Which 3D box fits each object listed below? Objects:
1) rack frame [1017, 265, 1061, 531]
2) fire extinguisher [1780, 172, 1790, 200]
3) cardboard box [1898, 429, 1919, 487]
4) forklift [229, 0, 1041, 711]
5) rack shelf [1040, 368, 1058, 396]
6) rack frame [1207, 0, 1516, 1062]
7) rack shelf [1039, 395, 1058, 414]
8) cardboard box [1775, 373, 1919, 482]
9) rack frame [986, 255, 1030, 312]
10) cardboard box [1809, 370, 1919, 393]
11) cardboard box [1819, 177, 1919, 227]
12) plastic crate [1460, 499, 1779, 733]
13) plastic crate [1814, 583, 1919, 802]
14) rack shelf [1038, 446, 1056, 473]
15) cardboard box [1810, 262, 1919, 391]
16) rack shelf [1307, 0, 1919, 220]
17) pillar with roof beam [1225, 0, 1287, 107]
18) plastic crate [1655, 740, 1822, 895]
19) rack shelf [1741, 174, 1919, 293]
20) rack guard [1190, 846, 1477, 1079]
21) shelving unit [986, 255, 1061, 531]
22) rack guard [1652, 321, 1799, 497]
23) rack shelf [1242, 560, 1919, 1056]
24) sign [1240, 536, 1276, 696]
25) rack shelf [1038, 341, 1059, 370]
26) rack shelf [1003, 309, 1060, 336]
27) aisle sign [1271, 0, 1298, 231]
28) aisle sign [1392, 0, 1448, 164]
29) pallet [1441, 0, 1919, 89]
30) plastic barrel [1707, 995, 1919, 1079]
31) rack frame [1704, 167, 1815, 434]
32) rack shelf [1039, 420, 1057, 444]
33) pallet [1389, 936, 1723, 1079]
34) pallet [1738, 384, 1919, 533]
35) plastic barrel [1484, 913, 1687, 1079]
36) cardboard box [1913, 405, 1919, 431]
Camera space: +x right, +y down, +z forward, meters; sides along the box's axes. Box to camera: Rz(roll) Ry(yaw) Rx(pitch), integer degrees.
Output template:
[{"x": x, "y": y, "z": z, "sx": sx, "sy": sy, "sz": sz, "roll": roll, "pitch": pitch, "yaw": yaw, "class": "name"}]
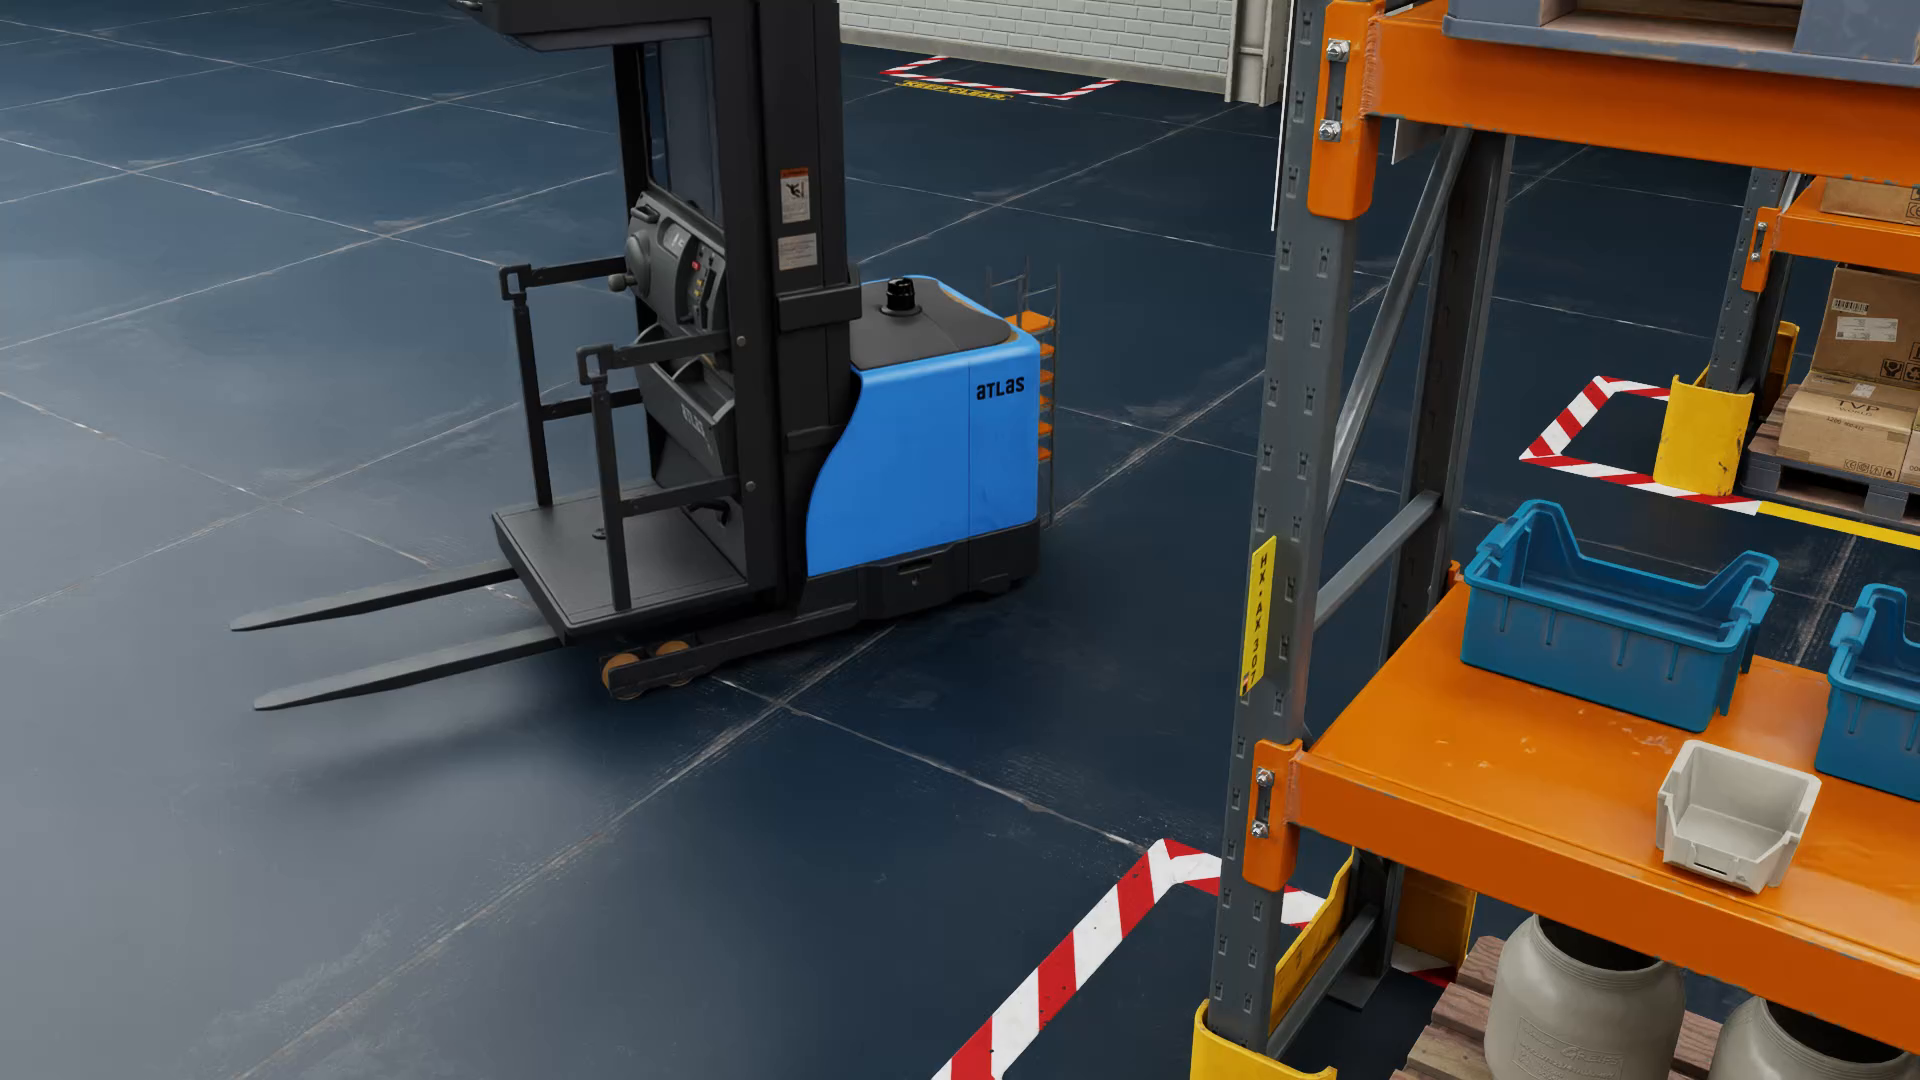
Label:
[{"x": 0.322, "y": -0.555, "z": 7.018, "sx": 0.240, "sy": 1.200, "sz": 0.006, "roll": -22, "pitch": 34, "yaw": -37, "class": "rack frame"}, {"x": 3.886, "y": -1.947, "z": 7.855, "sx": 0.183, "sy": 0.674, "sz": 0.296, "roll": 17, "pitch": 32, "yaw": 30, "class": "fire extinguisher"}, {"x": 4.450, "y": -0.392, "z": 7.281, "sx": 0.500, "sy": 0.250, "sz": 0.500, "roll": 17, "pitch": 32, "yaw": 30, "class": "cardboard box"}, {"x": -1.216, "y": -0.994, "z": 5.971, "sx": 3.031, "sy": 2.935, "sz": 1.130, "roll": -14, "pitch": 30, "yaw": -25, "class": "forklift"}, {"x": 0.261, "y": -0.653, "z": 7.044, "sx": 0.258, "sy": 0.103, "sz": 0.180, "roll": -22, "pitch": 34, "yaw": -37, "class": "rack shelf"}, {"x": 0.913, "y": 0.073, "z": 3.799, "sx": 0.127, "sy": 3.000, "sz": 1.000, "roll": 17, "pitch": 32, "yaw": 30, "class": "rack frame"}, {"x": 0.261, "y": -0.546, "z": 7.099, "sx": 0.258, "sy": 0.103, "sz": 0.180, "roll": -22, "pitch": 34, "yaw": -37, "class": "rack shelf"}, {"x": 4.036, "y": -0.519, "z": 7.531, "sx": 0.500, "sy": 0.250, "sz": 0.500, "roll": 17, "pitch": 32, "yaw": 30, "class": "cardboard box"}, {"x": 0.200, "y": -0.617, "z": 7.139, "sx": 0.240, "sy": 1.200, "sz": 0.006, "roll": -22, "pitch": 34, "yaw": -37, "class": "rack frame"}, {"x": 4.329, "y": -0.712, "z": 7.911, "sx": 0.500, "sy": 0.250, "sz": 0.500, "roll": 17, "pitch": 32, "yaw": 30, "class": "cardboard box"}, {"x": 4.098, "y": -1.698, "z": 7.169, "sx": 0.500, "sy": 0.500, "sz": 0.700, "roll": 17, "pitch": 32, "yaw": 30, "class": "cardboard box"}, {"x": 1.495, "y": 0.156, "z": 3.800, "sx": 0.616, "sy": 0.251, "sz": 0.499, "roll": 17, "pitch": 32, "yaw": 30, "class": "plastic crate"}, {"x": 2.027, "y": 0.325, "z": 3.468, "sx": 0.408, "sy": 0.251, "sz": 0.499, "roll": 17, "pitch": 32, "yaw": 30, "class": "plastic crate"}, {"x": 0.261, "y": -0.332, "z": 7.207, "sx": 0.258, "sy": 0.103, "sz": 0.180, "roll": -22, "pitch": 34, "yaw": -37, "class": "rack shelf"}, {"x": 4.331, "y": -1.047, "z": 7.743, "sx": 0.500, "sy": 0.500, "sz": 0.500, "roll": 17, "pitch": 32, "yaw": 30, "class": "cardboard box"}, {"x": 2.561, "y": -0.430, "z": 2.273, "sx": 4.000, "sy": 0.370, "sz": 1.077, "roll": 17, "pitch": 32, "yaw": 30, "class": "rack shelf"}, {"x": 0.205, "y": -6.379, "z": 9.864, "sx": 0.400, "sy": 9.000, "sz": 9.100, "roll": 17, "pitch": 32, "yaw": 30, "class": "pillar with roof beam"}, {"x": 1.468, "y": 0.541, "z": 3.171, "sx": 0.250, "sy": 0.136, "sz": 0.298, "roll": 17, "pitch": 32, "yaw": 30, "class": "plastic crate"}, {"x": 5.369, "y": -0.944, "z": 6.590, "sx": 4.000, "sy": 0.370, "sz": 1.077, "roll": 17, "pitch": 32, "yaw": 30, "class": "rack shelf"}, {"x": 1.002, "y": 1.189, "z": 4.362, "sx": 0.348, "sy": 0.500, "sz": 1.175, "roll": 17, "pitch": 32, "yaw": 30, "class": "rack guard"}, {"x": 0.261, "y": -0.586, "z": 7.078, "sx": 0.258, "sy": 1.200, "sz": 0.189, "roll": -22, "pitch": 34, "yaw": -37, "class": "shelving unit"}, {"x": 3.700, "y": -0.670, "z": 8.015, "sx": 0.348, "sy": 0.500, "sz": 1.175, "roll": 17, "pitch": 32, "yaw": 30, "class": "rack guard"}, {"x": 2.561, "y": 0.907, "z": 2.953, "sx": 4.000, "sy": 0.370, "sz": 1.077, "roll": 17, "pitch": 32, "yaw": 30, "class": "rack shelf"}, {"x": 0.598, "y": 0.154, "z": 3.335, "sx": 0.005, "sy": 0.325, "sz": 0.100, "roll": 17, "pitch": 32, "yaw": 30, "class": "sign"}, {"x": 0.261, "y": -0.760, "z": 6.990, "sx": 0.258, "sy": 0.103, "sz": 0.180, "roll": -22, "pitch": 34, "yaw": -37, "class": "rack shelf"}, {"x": 0.261, "y": -0.867, "z": 6.935, "sx": 0.258, "sy": 0.103, "sz": 0.180, "roll": -22, "pitch": 34, "yaw": -37, "class": "rack shelf"}, {"x": 0.687, "y": -0.994, "z": 3.031, "sx": 0.004, "sy": 0.787, "sz": 0.394, "roll": 17, "pitch": 32, "yaw": 30, "class": "aisle sign"}, {"x": 1.021, "y": -1.215, "z": 3.464, "sx": 0.004, "sy": 0.787, "sz": 0.394, "roll": 17, "pitch": 32, "yaw": 30, "class": "aisle sign"}, {"x": 1.539, "y": -0.931, "z": 2.672, "sx": 1.213, "sy": 0.211, "sz": 1.003, "roll": 17, "pitch": 32, "yaw": 30, "class": "pallet"}, {"x": 1.911, "y": 1.264, "z": 3.739, "sx": 0.421, "sy": 0.512, "sz": 0.421, "roll": 0, "pitch": 27, "yaw": 0, "class": "plastic barrel"}, {"x": 3.720, "y": -1.778, "z": 7.436, "sx": 0.127, "sy": 3.000, "sz": 1.000, "roll": 17, "pitch": 32, "yaw": 30, "class": "rack frame"}, {"x": 0.261, "y": -0.439, "z": 7.153, "sx": 0.258, "sy": 0.103, "sz": 0.180, "roll": -22, "pitch": 34, "yaw": -37, "class": "rack shelf"}, {"x": 1.668, "y": 1.528, "z": 4.014, "sx": 1.213, "sy": 0.211, "sz": 1.003, "roll": 17, "pitch": 32, "yaw": 30, "class": "pallet"}, {"x": 4.374, "y": -0.354, "z": 7.714, "sx": 1.213, "sy": 0.211, "sz": 1.003, "roll": 17, "pitch": 32, "yaw": 30, "class": "pallet"}, {"x": 1.498, "y": 1.135, "z": 3.992, "sx": 0.421, "sy": 0.512, "sz": 0.421, "roll": 0, "pitch": 27, "yaw": 0, "class": "plastic barrel"}, {"x": 4.449, "y": -0.725, "z": 7.110, "sx": 0.500, "sy": 0.500, "sz": 0.500, "roll": 17, "pitch": 32, "yaw": 30, "class": "cardboard box"}]
